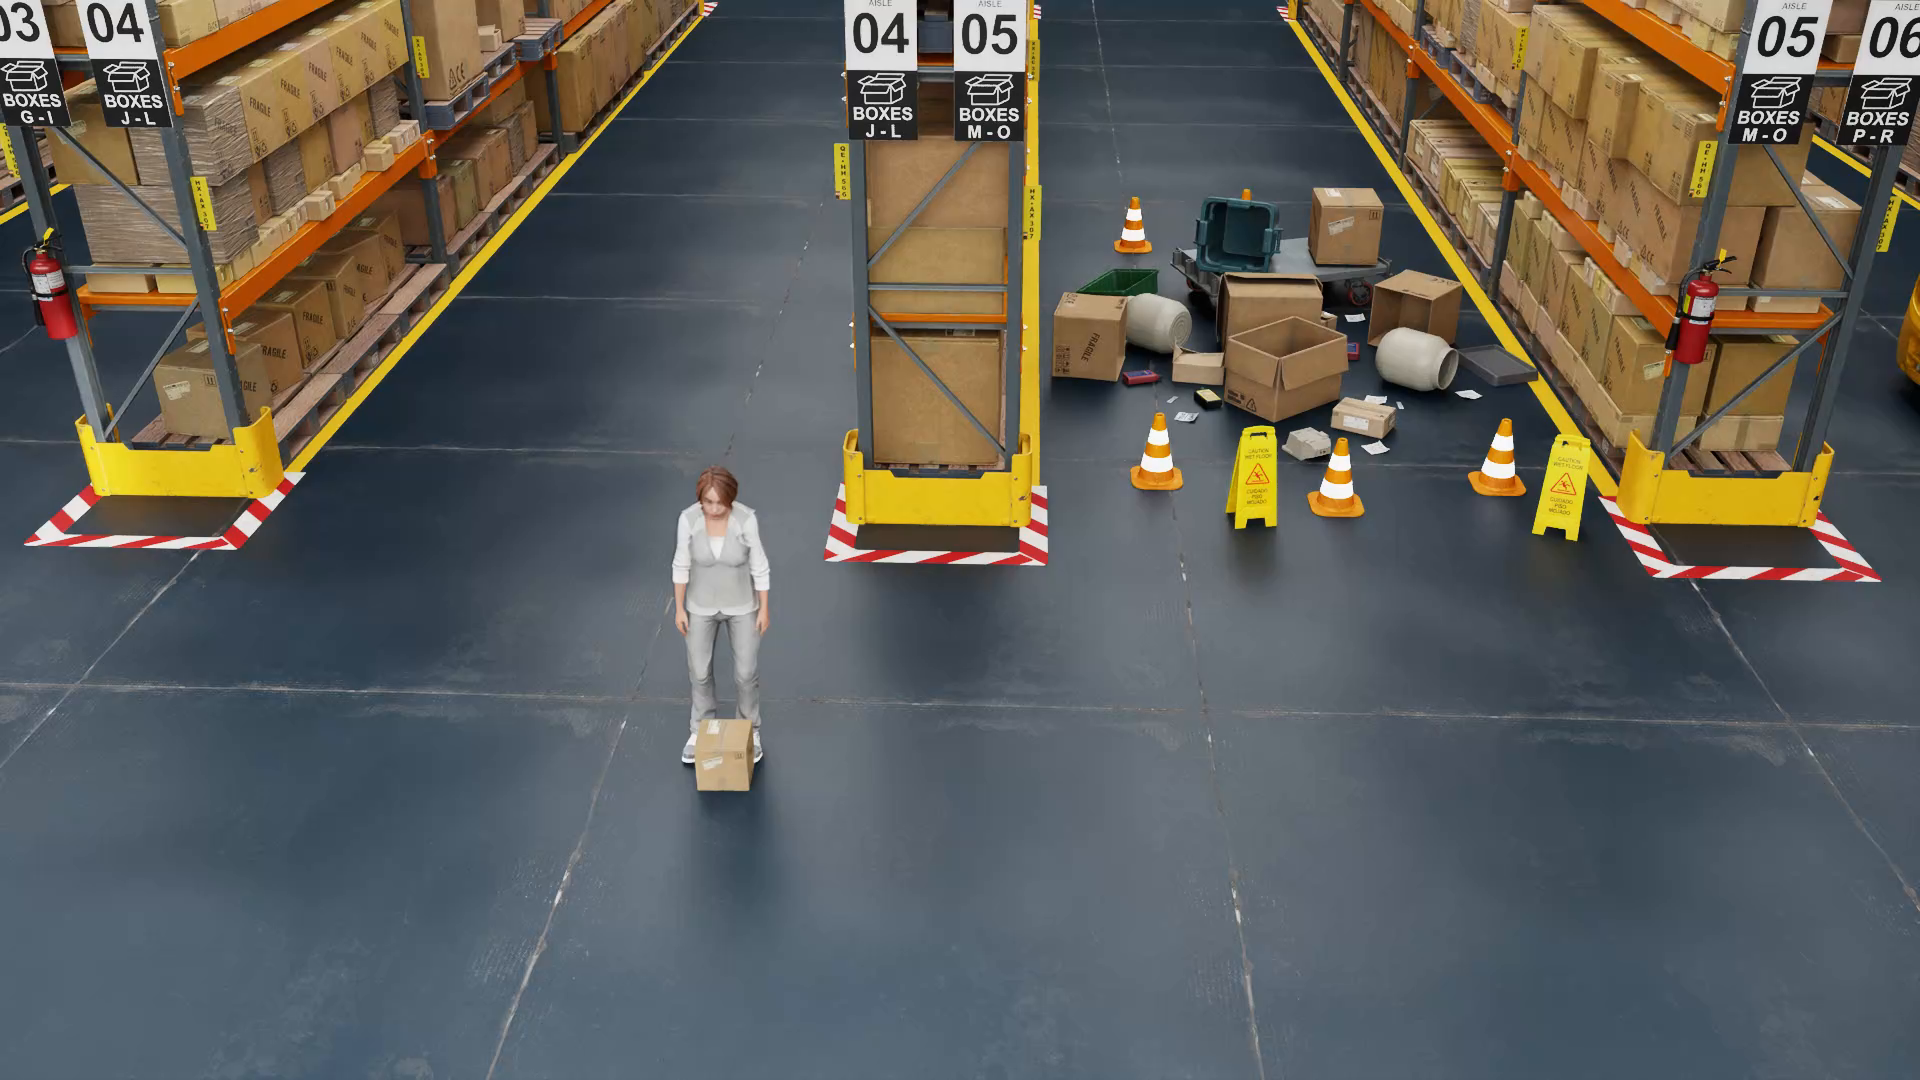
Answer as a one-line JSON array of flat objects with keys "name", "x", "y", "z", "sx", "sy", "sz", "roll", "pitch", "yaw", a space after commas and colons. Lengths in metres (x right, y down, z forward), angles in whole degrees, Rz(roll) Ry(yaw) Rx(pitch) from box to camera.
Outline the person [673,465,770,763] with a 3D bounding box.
[{"name": "person", "x": -1.145, "y": 0.349, "z": 8.001, "sx": 0.478, "sy": 1.580, "sz": 0.345, "roll": -1, "pitch": 28, "yaw": -1}]
